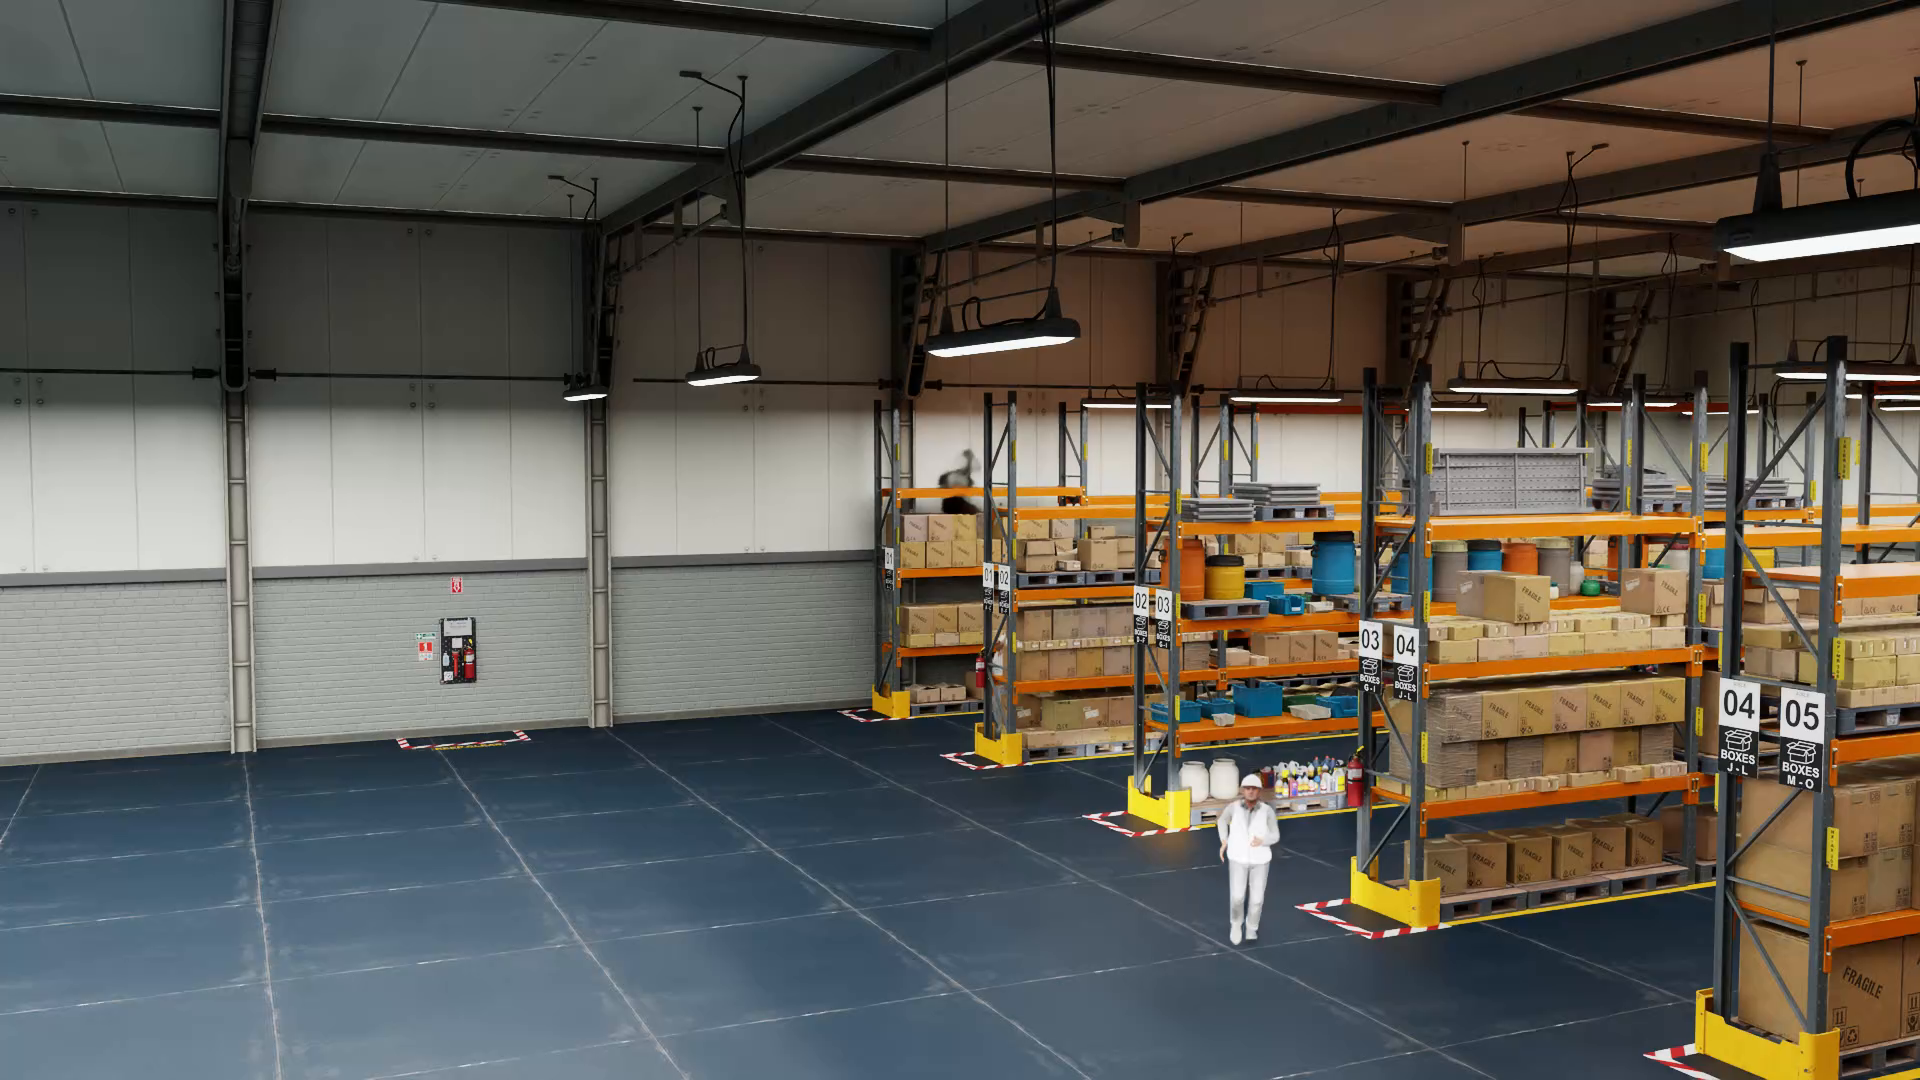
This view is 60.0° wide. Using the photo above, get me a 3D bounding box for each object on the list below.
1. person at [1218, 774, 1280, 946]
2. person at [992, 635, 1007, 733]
[{"bbox_3d":[2.957,3.286,17.059,0.631,1.759,0.684,1,3,9],"label":"person"},{"bbox_3d":[0.750,2.511,28.907,0.603,1.724,0.753,-2,4,-32],"label":"person"}]
